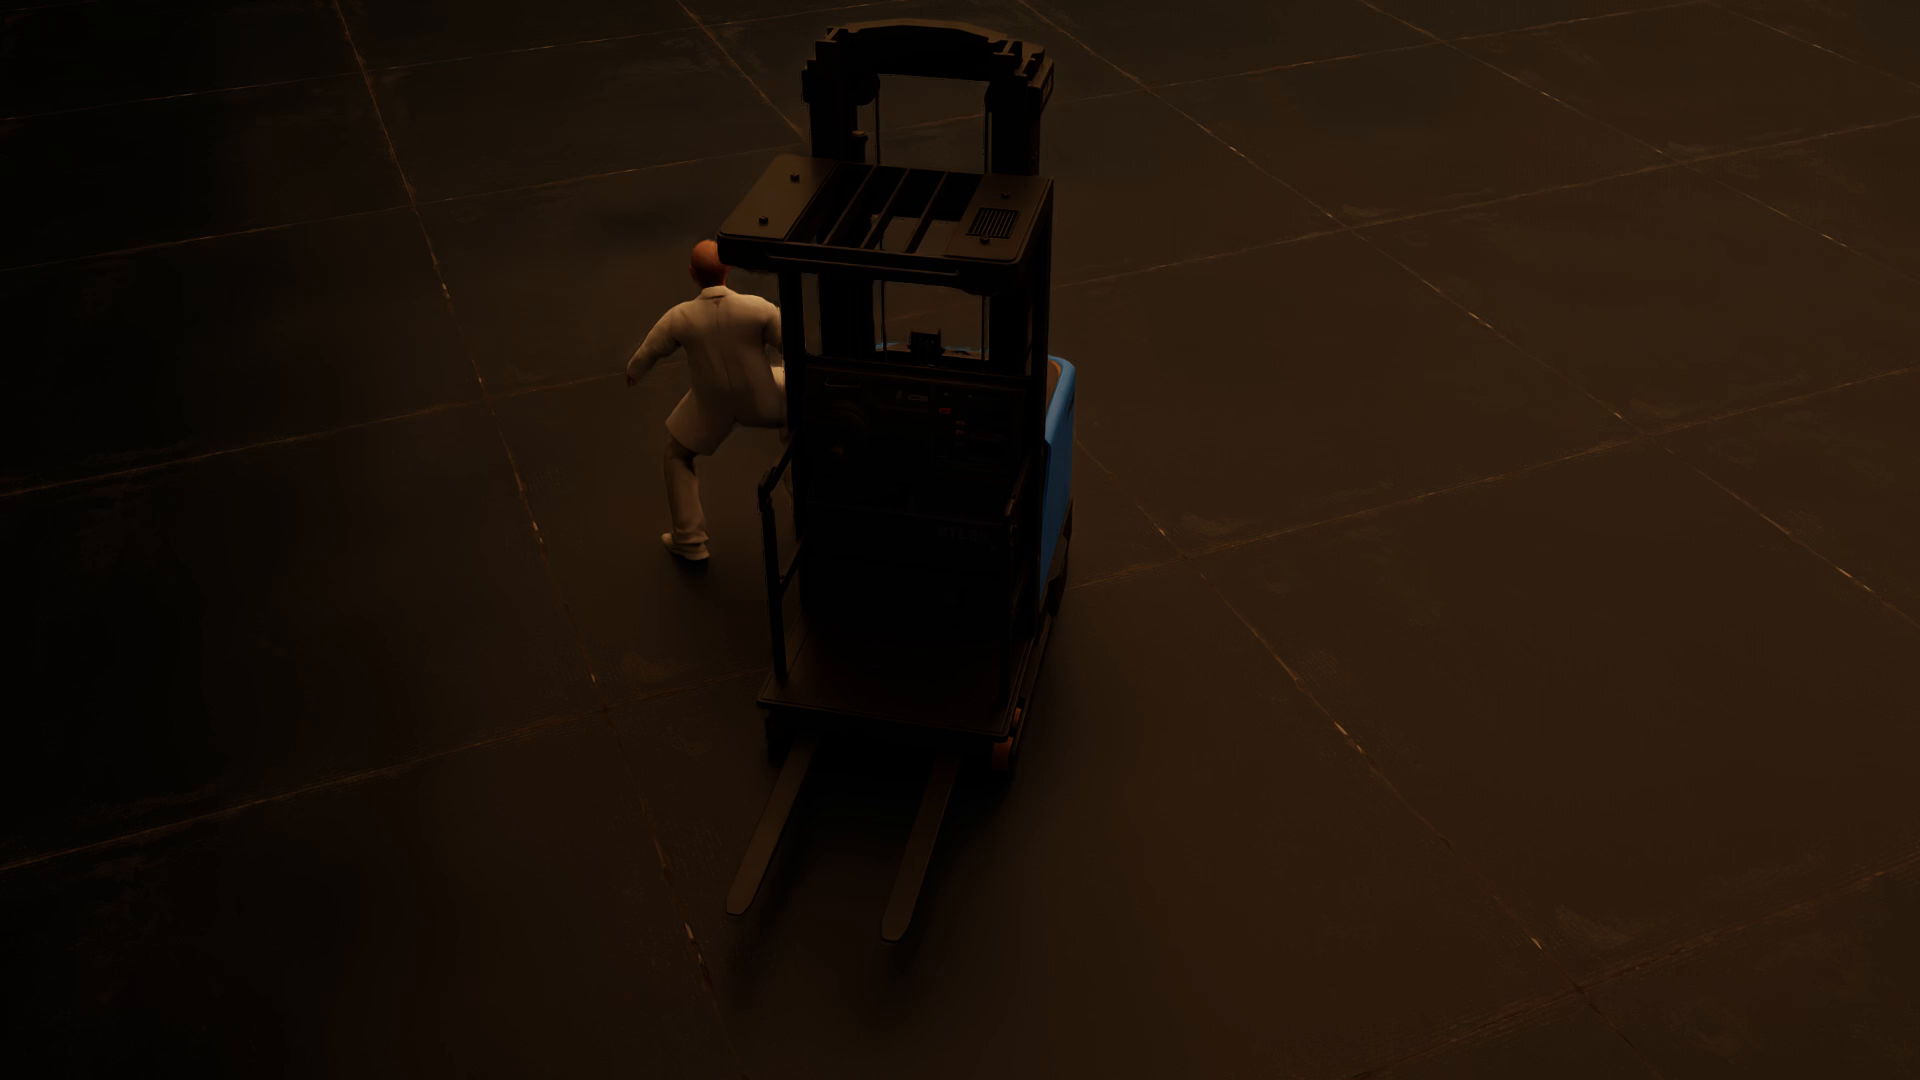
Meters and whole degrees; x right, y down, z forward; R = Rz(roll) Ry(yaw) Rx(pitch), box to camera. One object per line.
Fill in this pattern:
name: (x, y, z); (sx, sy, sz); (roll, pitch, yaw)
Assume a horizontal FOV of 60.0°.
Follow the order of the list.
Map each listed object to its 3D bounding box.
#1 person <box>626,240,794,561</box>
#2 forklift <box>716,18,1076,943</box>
person: (-1.174, -0.730, 8.286); (1.003, 1.661, 0.714); (-3, 36, -4)
forklift: (-0.240, -0.423, 6.694); (1.130, 2.935, 3.031); (7, 36, 10)
